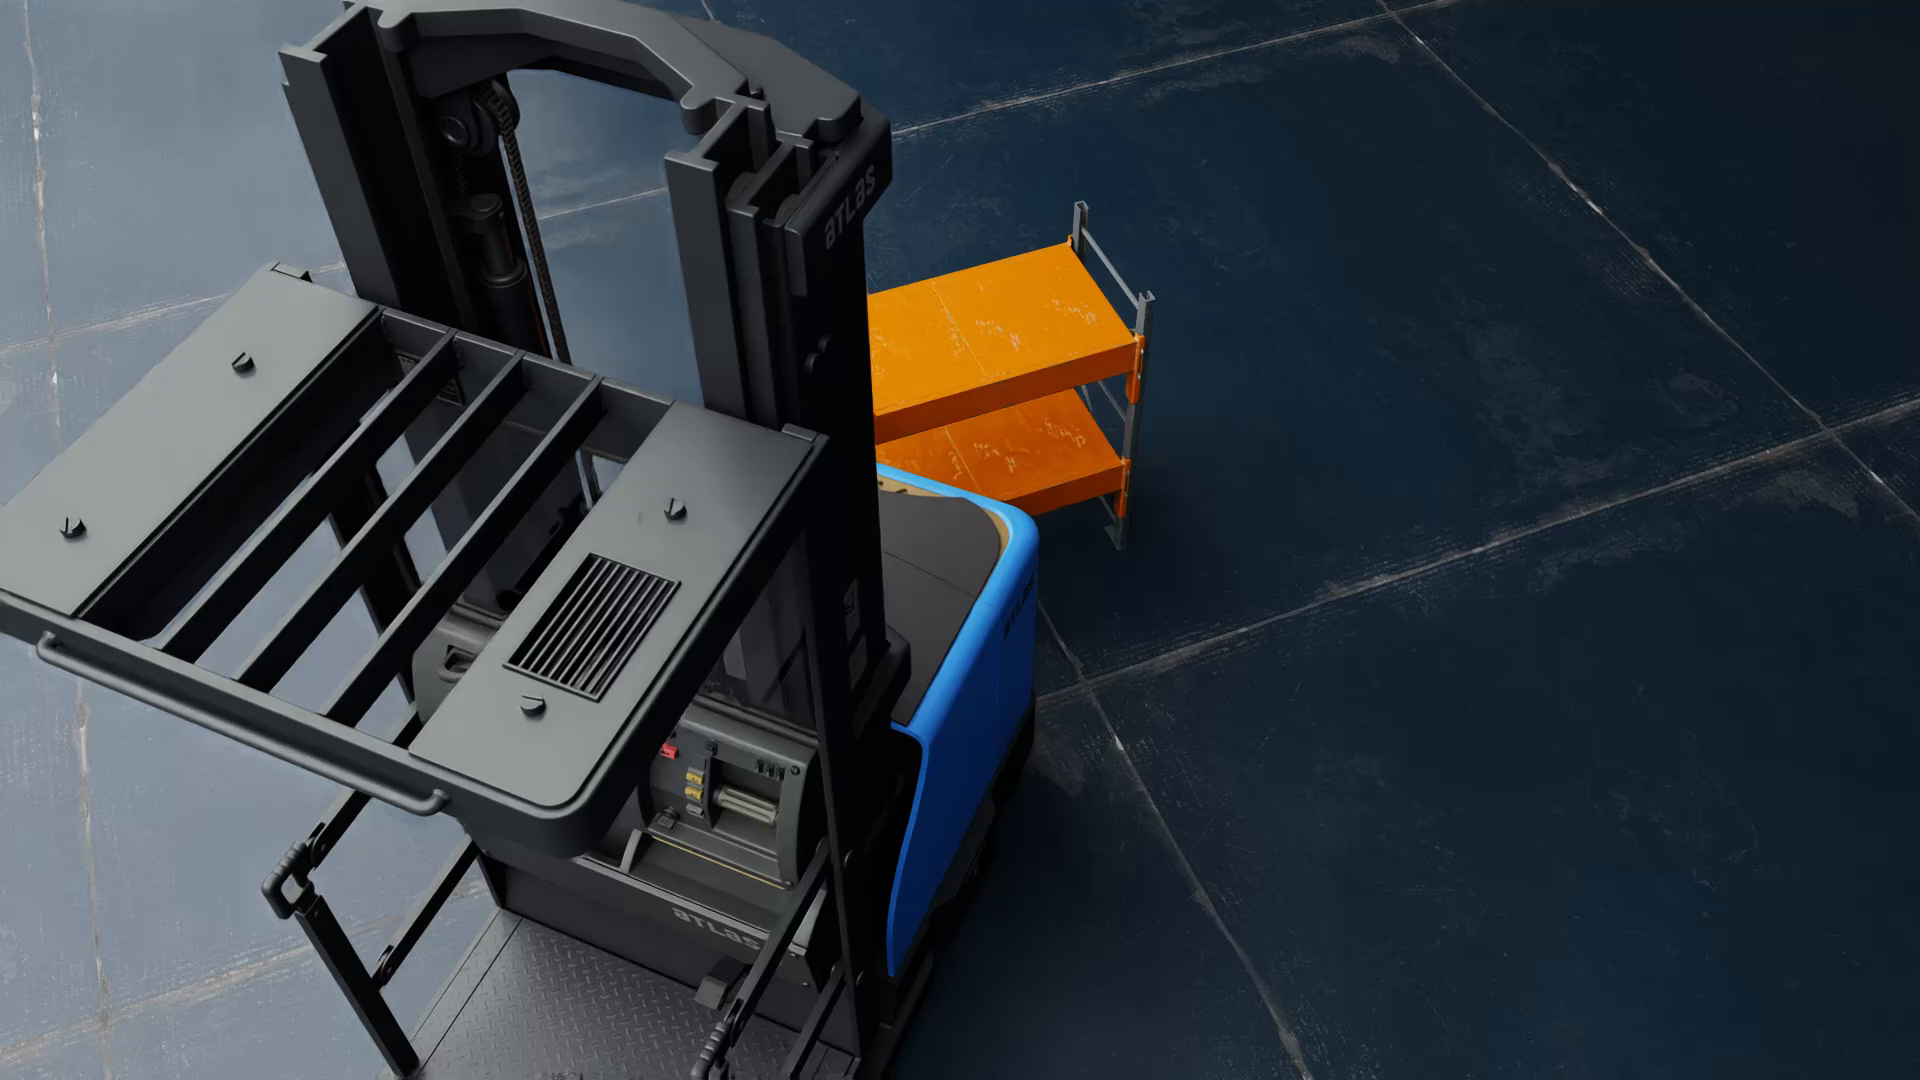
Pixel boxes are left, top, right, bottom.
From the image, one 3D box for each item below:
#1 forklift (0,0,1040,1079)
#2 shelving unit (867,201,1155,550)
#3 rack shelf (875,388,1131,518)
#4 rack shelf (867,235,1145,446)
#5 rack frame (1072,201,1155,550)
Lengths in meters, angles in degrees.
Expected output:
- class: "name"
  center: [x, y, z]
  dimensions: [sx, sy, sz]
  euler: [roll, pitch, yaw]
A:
- class: "forklift"
  center: [-0.822, 0.557, 3.340]
  dimensions: [1.130, 2.935, 3.031]
  euler: [18, 52, 15]
- class: "shelving unit"
  center: [-0.006, -0.365, 5.322]
  dimensions: [1.048, 1.125, 0.538]
  euler: [-17, 52, -14]
- class: "rack shelf"
  center: [-0.006, -0.205, 5.507]
  dimensions: [1.000, 0.278, 0.538]
  euler: [-17, 52, -14]
- class: "rack shelf"
  center: [-0.006, -0.555, 5.100]
  dimensions: [1.000, 0.278, 0.538]
  euler: [-17, 52, -14]
- class: "rack frame"
  center: [0.464, -0.510, 5.447]
  dimensions: [0.032, 1.125, 0.500]
  euler: [-17, 52, -14]
